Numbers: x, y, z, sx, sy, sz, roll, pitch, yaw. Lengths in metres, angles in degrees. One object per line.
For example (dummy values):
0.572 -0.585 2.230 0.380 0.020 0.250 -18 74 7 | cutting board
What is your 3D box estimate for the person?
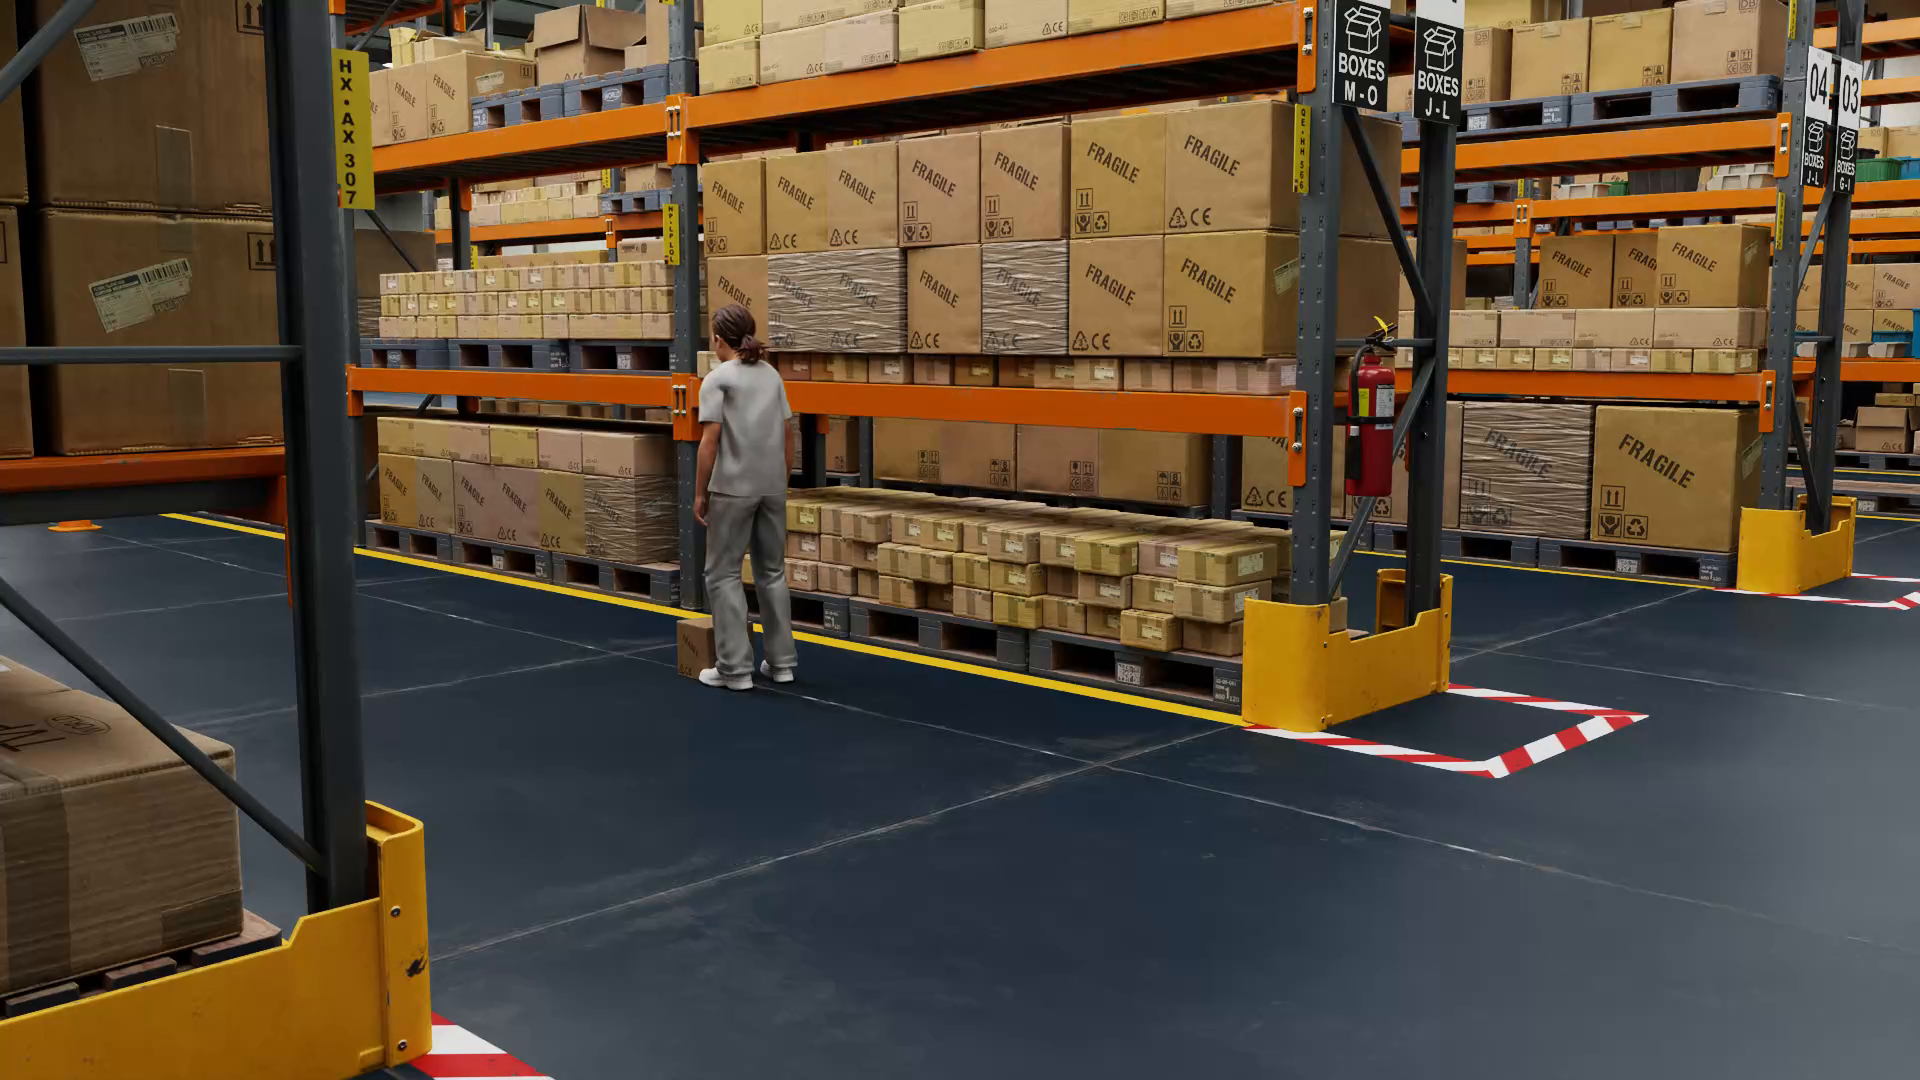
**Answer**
-0.944 -0.191 7.294 0.487 1.673 0.356 -6 9 -39 | person
